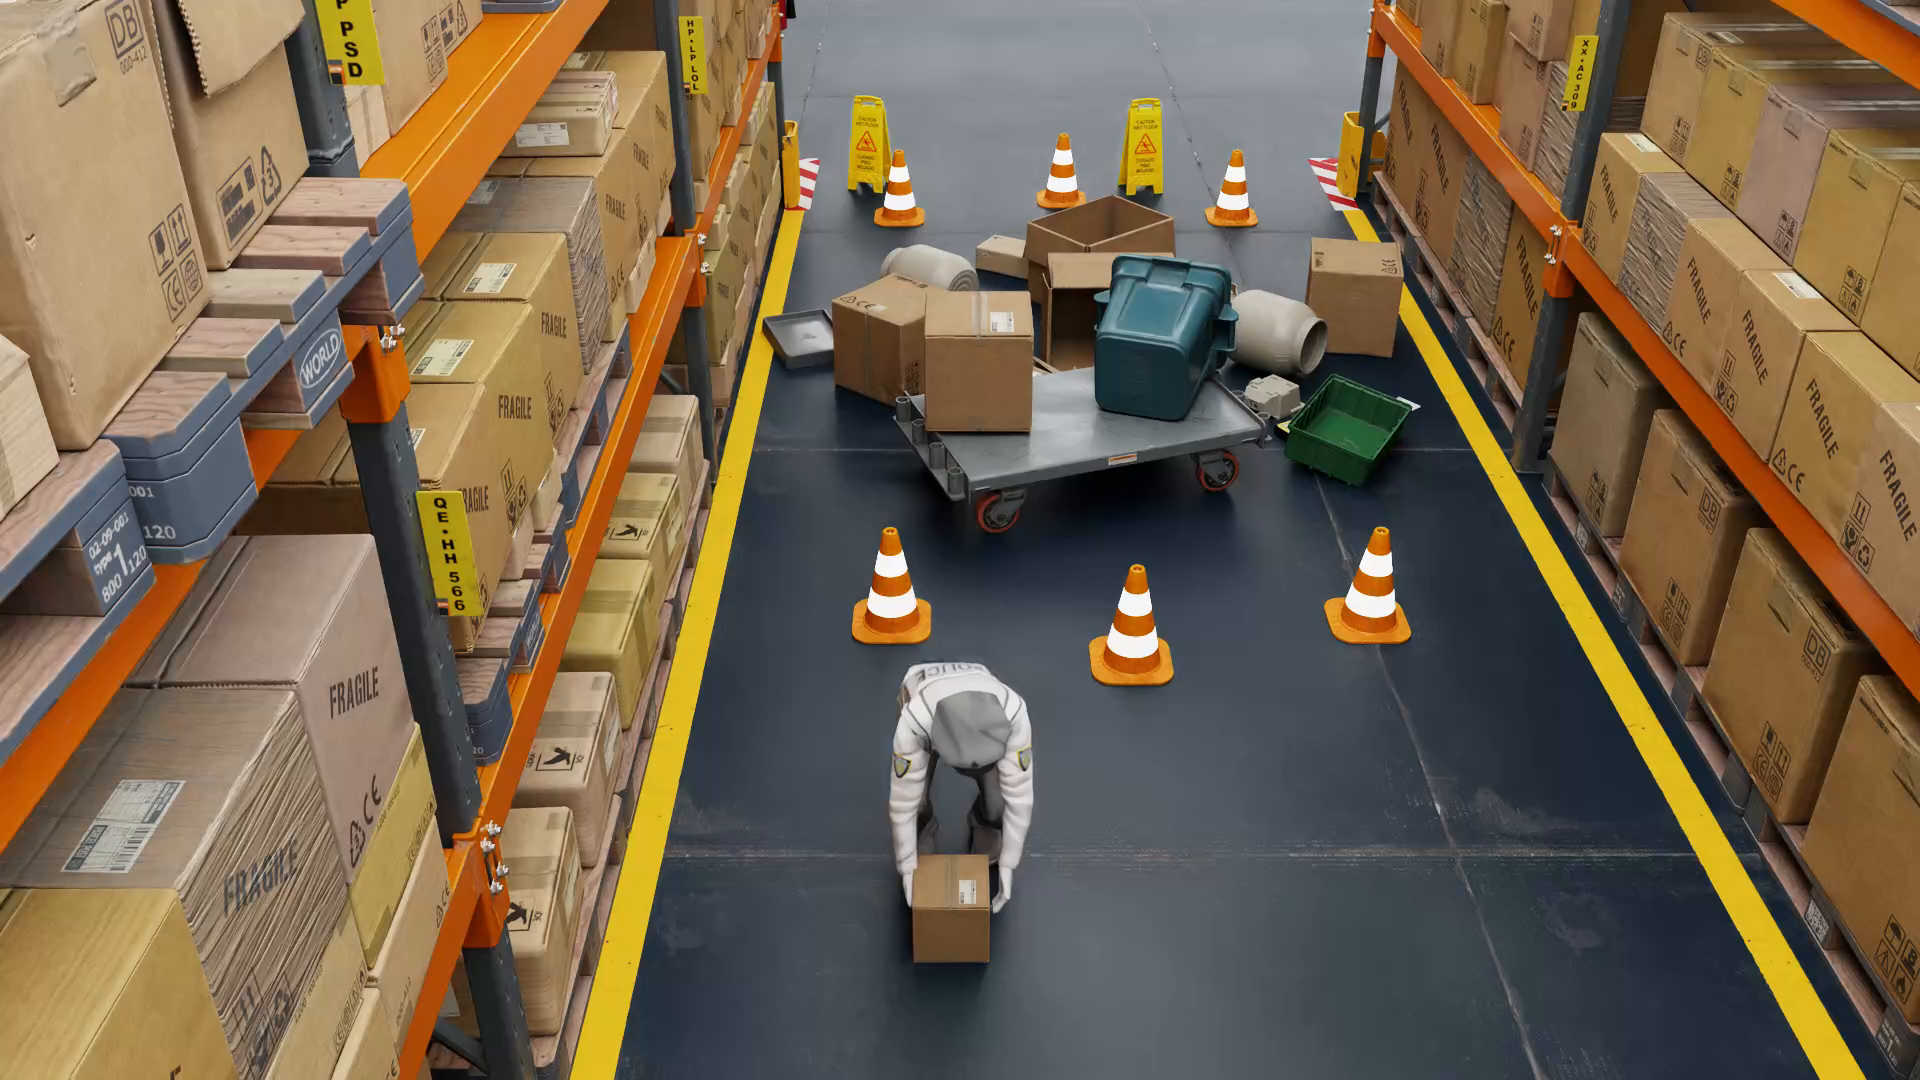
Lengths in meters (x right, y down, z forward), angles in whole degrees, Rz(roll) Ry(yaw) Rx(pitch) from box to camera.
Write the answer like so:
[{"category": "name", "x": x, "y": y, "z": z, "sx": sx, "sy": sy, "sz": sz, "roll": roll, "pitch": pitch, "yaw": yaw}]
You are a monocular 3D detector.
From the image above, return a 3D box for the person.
[{"category": "person", "x": 0.002, "y": 0.750, "z": 5.610, "sx": 0.483, "sy": 0.946, "sz": 0.851, "roll": 0, "pitch": 32, "yaw": 0}]
